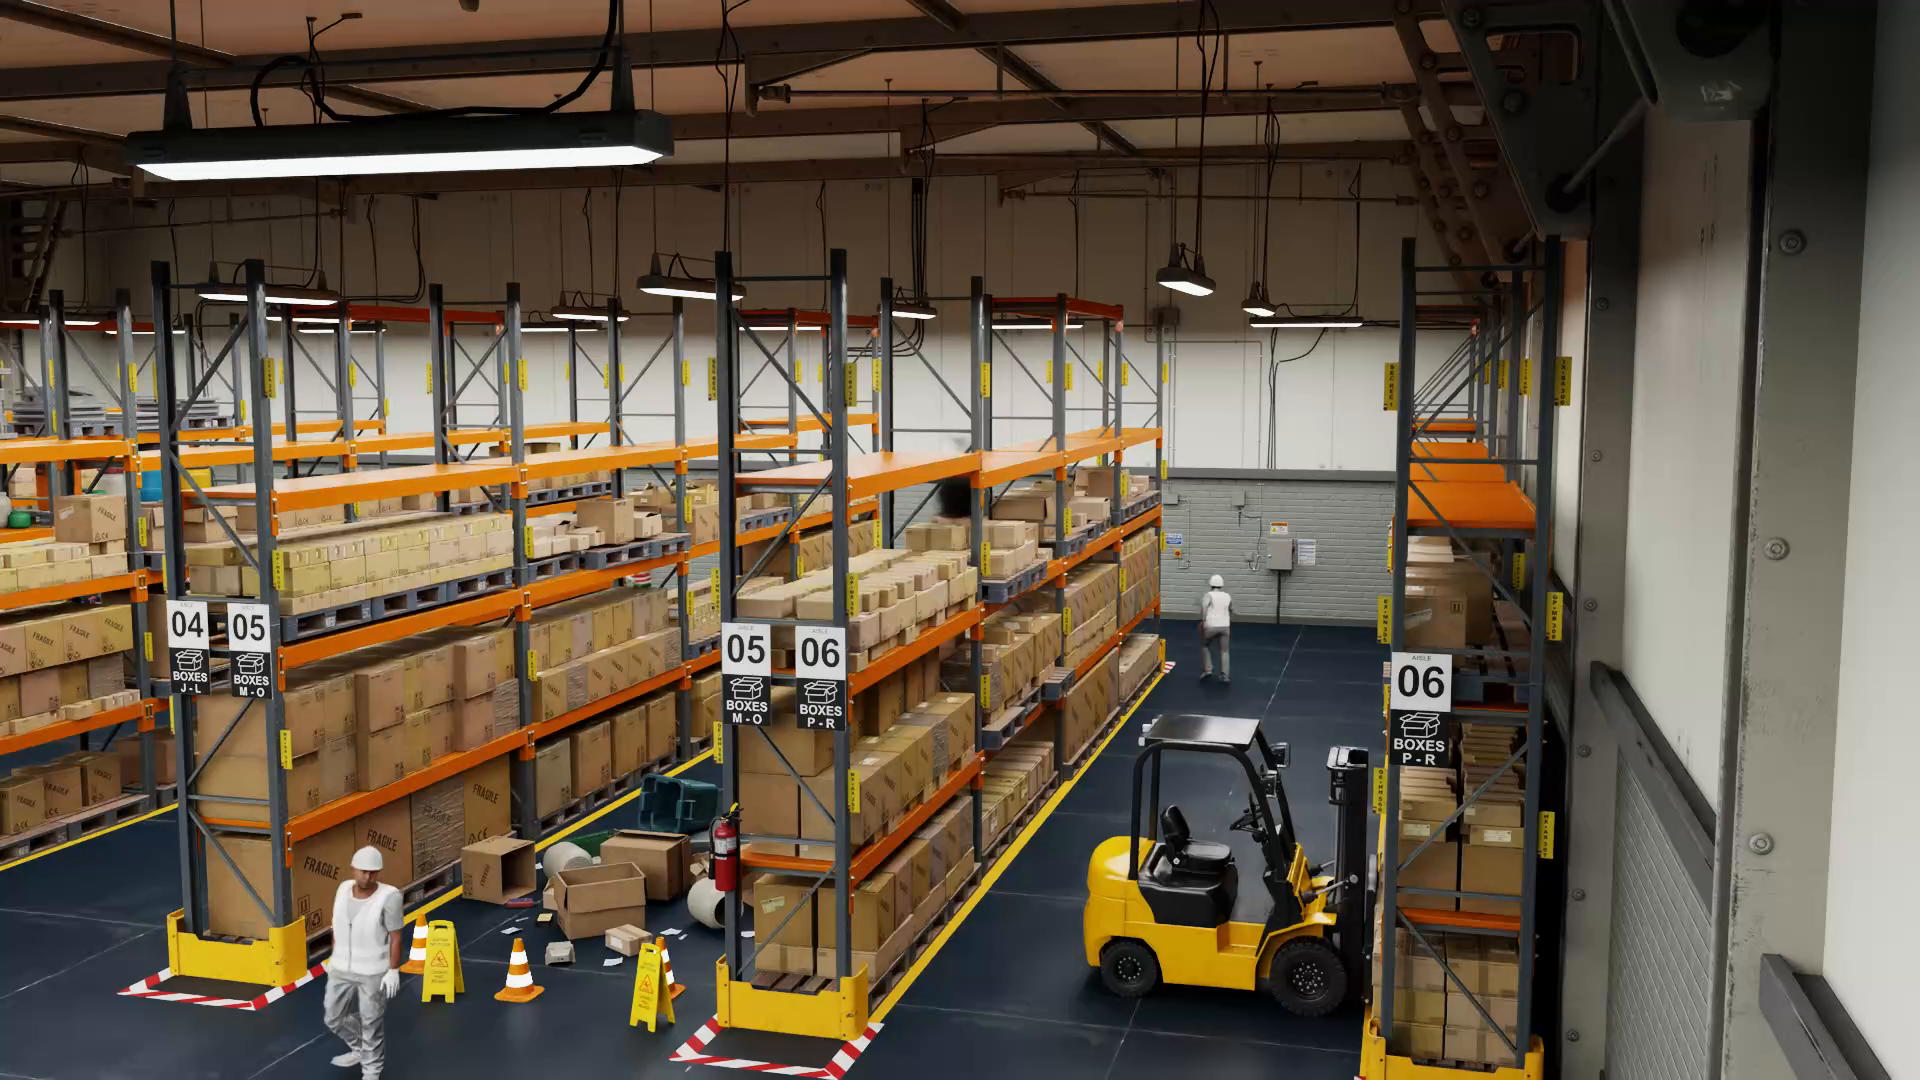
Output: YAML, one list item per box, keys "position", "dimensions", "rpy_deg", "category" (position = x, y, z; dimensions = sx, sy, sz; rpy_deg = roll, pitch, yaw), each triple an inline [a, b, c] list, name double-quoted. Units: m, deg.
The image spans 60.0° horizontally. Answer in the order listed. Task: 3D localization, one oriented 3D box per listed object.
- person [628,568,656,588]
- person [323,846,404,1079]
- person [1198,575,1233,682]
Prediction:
- position: [-6.180, 0.871, 32.191]
  dimensions: [0.838, 1.827, 0.645]
  rpy_deg: [6, 8, 44]
  category: "person"
- position: [-4.254, 3.030, 11.866]
  dimensions: [0.662, 1.769, 0.467]
  rpy_deg: [1, 6, 12]
  category: "person"
- position: [4.169, 1.453, 27.068]
  dimensions: [0.656, 1.742, 0.984]
  rpy_deg: [-1, 6, -7]
  category: "person"
